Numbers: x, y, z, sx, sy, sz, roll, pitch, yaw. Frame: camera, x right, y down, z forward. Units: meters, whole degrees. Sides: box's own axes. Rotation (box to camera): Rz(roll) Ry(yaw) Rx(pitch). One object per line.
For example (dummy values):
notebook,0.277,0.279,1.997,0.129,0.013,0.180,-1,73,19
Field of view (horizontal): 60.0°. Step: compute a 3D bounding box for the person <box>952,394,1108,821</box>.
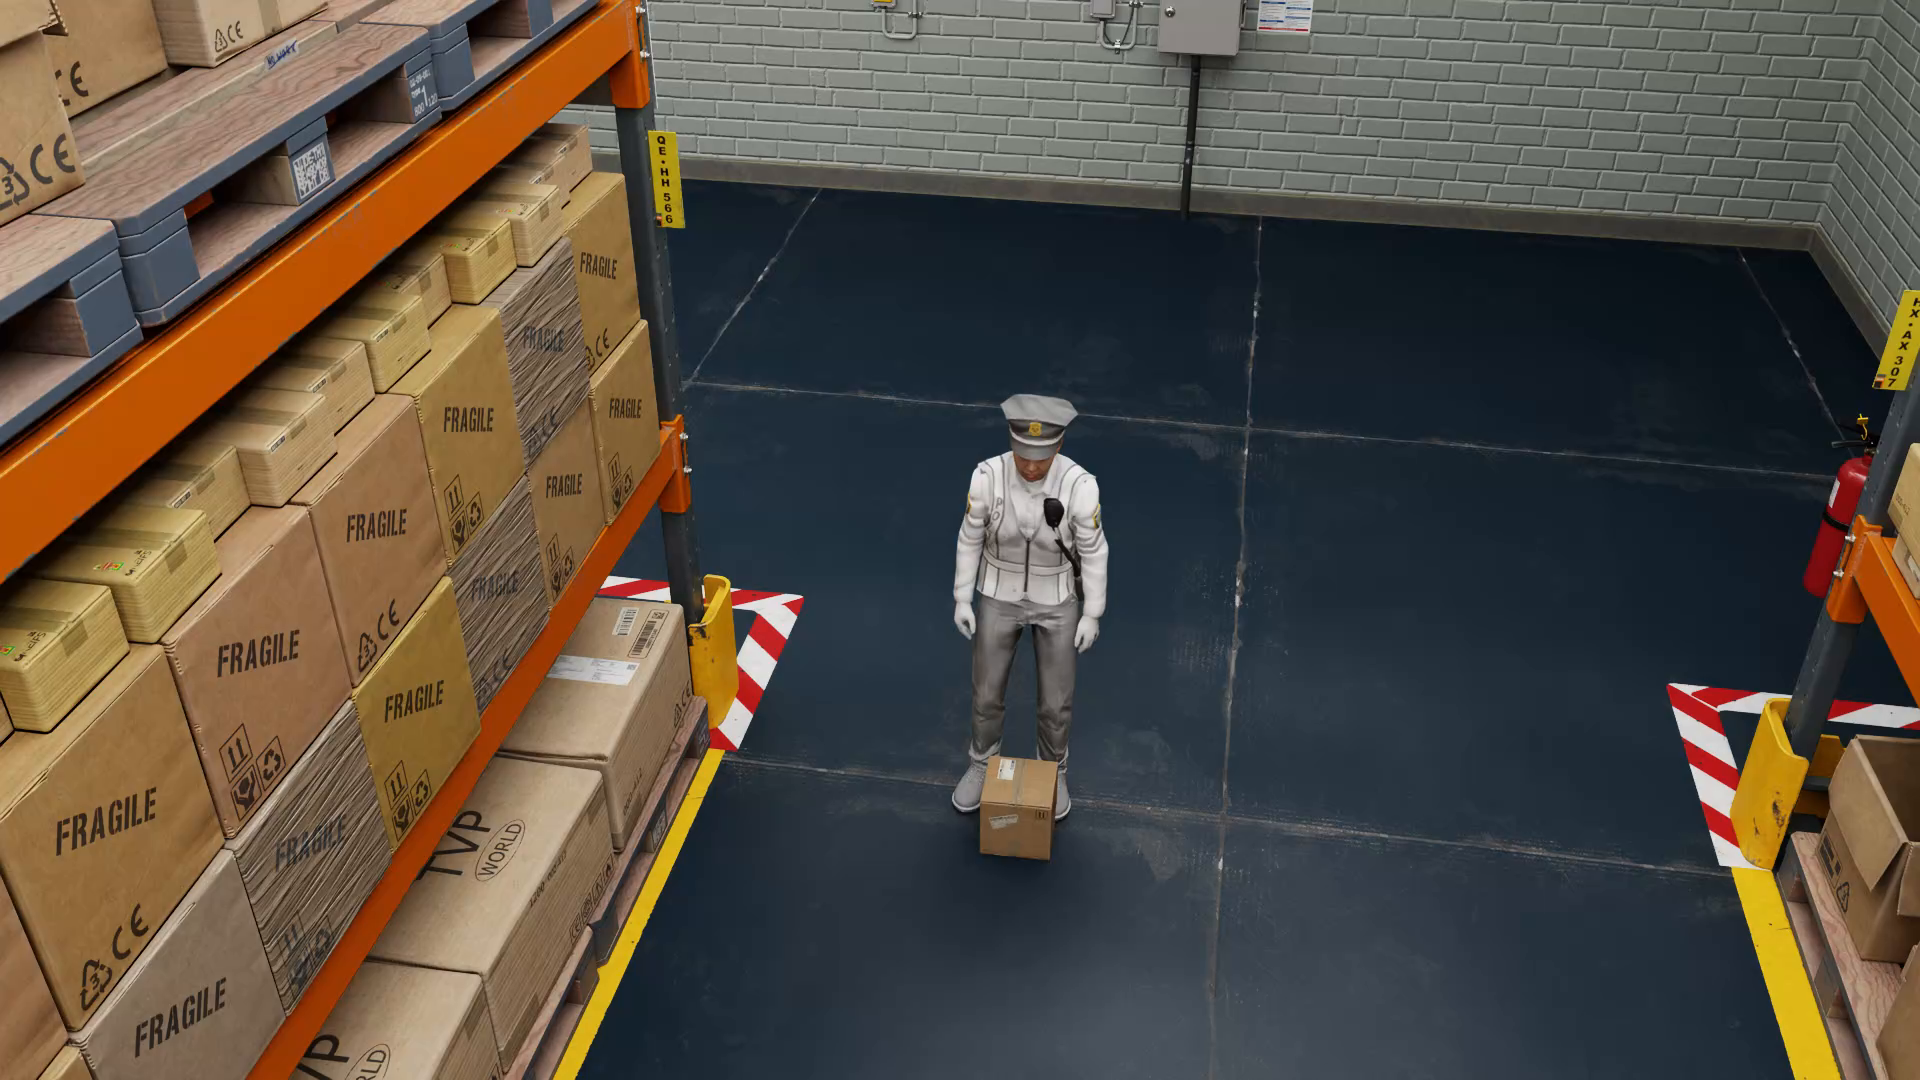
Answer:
person,0.238,0.233,5.770,0.529,1.663,0.374,5,33,8
